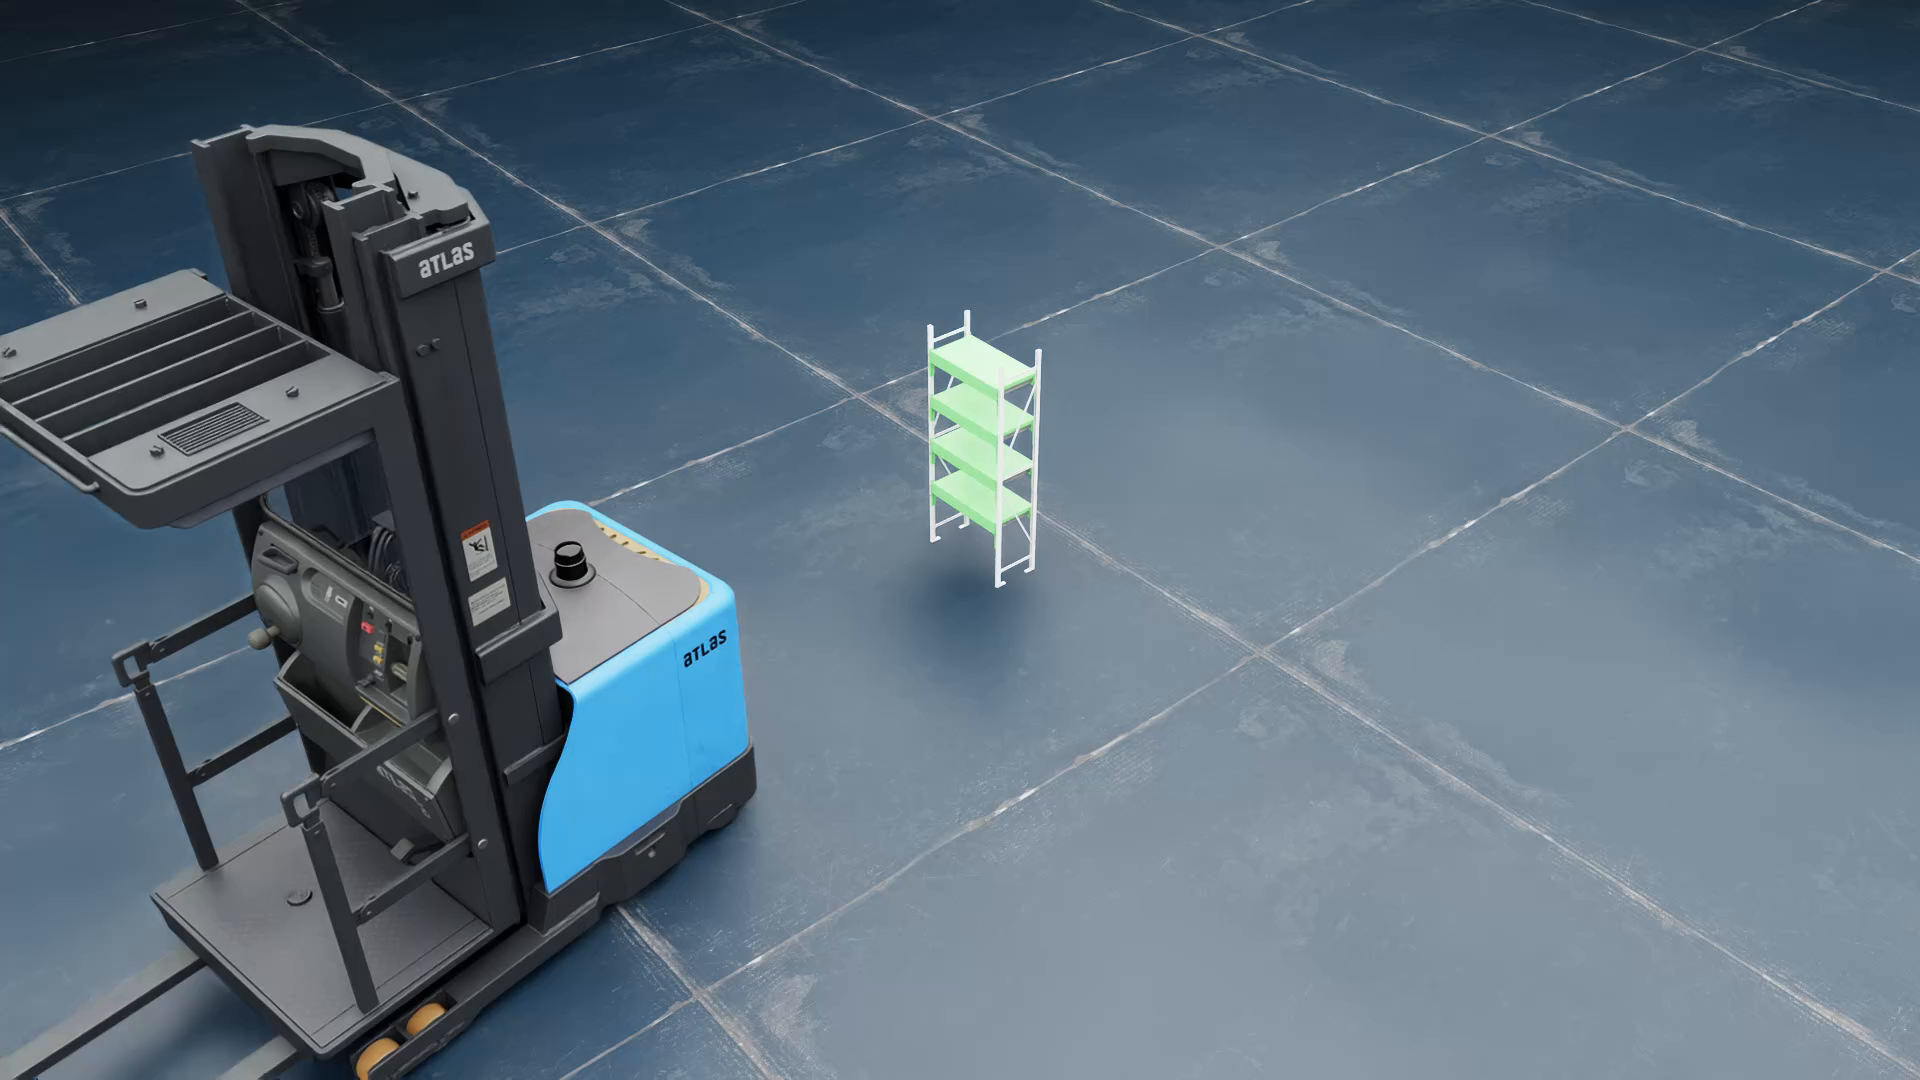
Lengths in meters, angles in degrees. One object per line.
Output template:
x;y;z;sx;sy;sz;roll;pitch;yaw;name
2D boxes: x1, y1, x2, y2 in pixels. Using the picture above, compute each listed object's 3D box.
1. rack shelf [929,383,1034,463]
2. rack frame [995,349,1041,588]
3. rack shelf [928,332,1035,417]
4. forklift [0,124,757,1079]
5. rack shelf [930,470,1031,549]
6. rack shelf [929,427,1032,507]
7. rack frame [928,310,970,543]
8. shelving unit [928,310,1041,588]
0.107;-0.560;7.698;0.258;0.148;0.480;-26;43;-32;rack shelf
0.264;-0.309;7.648;0.240;1.200;0.015;-26;43;-32;rack frame
0.107;-0.756;7.560;0.258;0.148;0.480;-26;43;-32;rack shelf
-2.150;0.330;5.248;1.130;2.935;3.031;26;43;32;forklift
0.107;-0.169;7.976;0.258;0.148;0.480;-26;43;-32;rack shelf
0.107;-0.364;7.837;0.258;0.148;0.480;-26;43;-32;rack shelf
-0.051;-0.524;7.952;0.240;1.200;0.015;-26;43;-32;rack frame
0.107;-0.417;7.800;0.258;1.200;0.503;-26;43;-32;shelving unit
